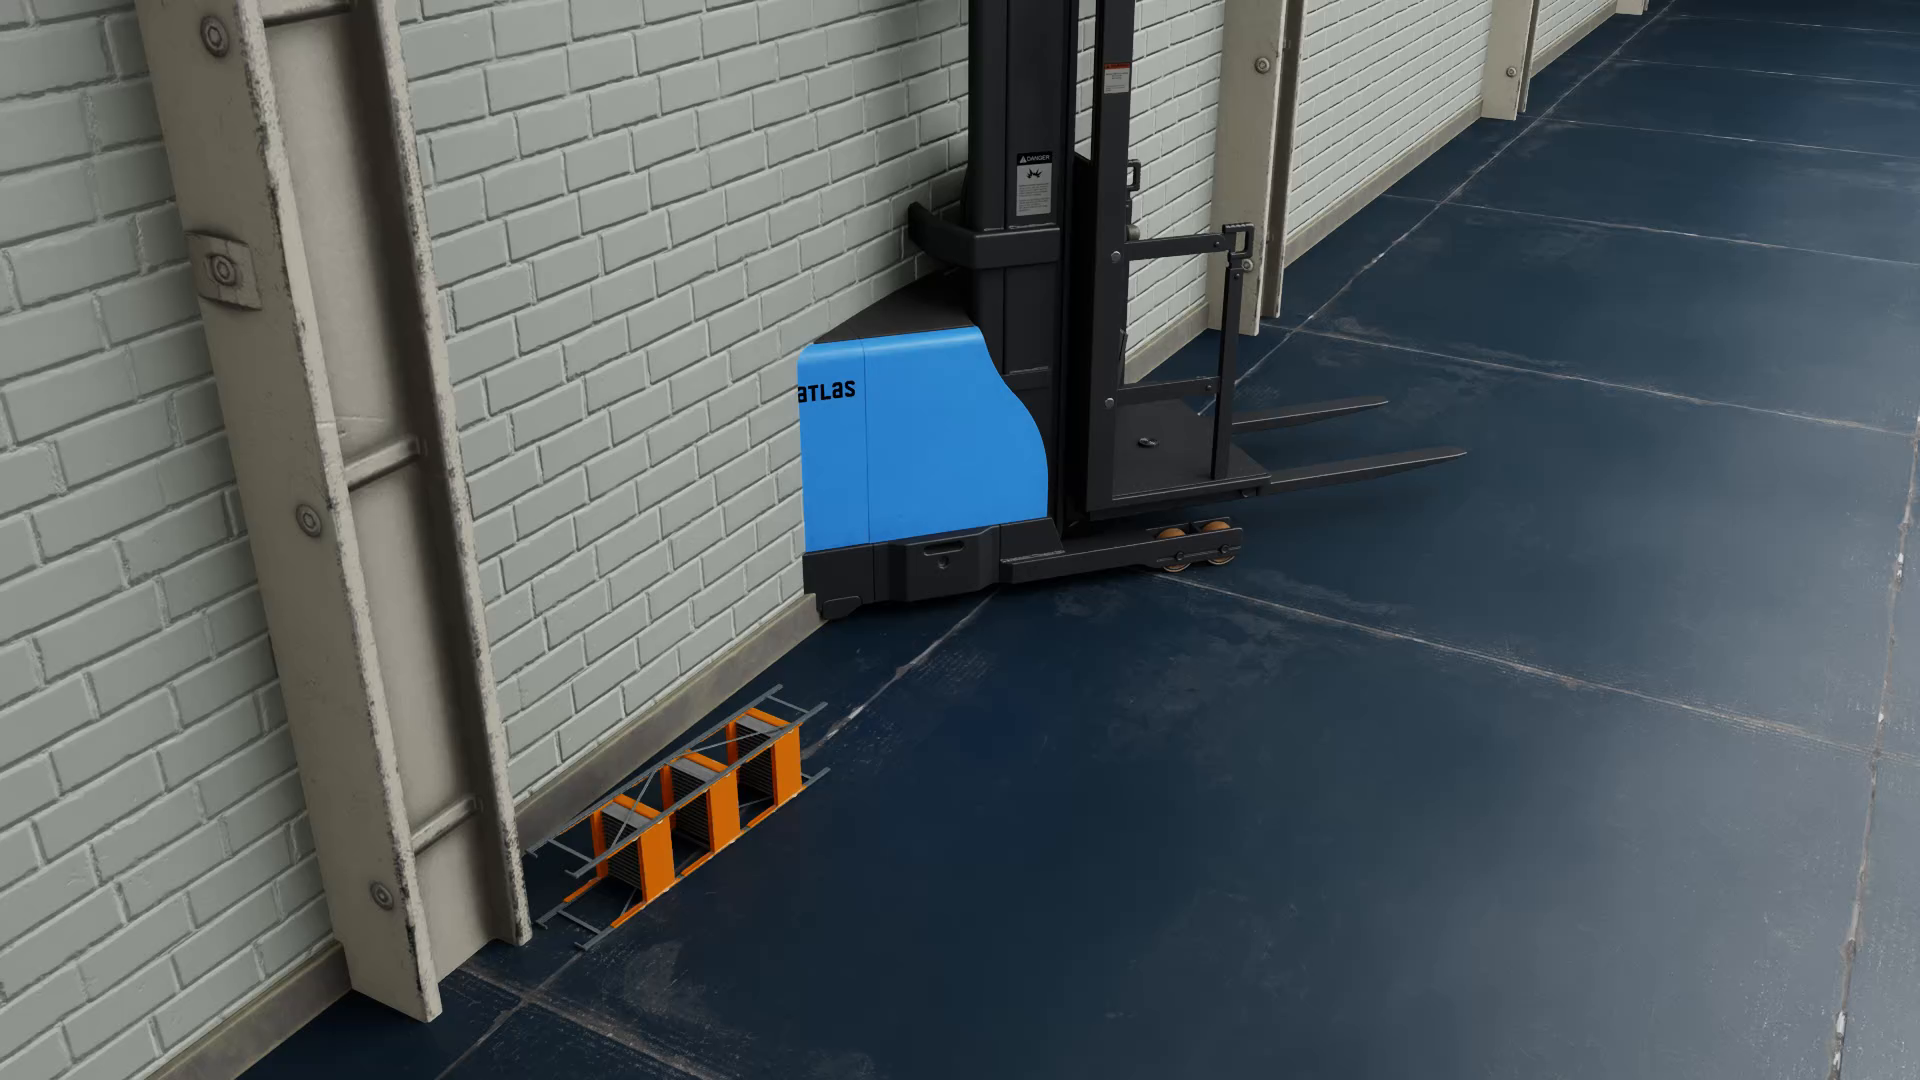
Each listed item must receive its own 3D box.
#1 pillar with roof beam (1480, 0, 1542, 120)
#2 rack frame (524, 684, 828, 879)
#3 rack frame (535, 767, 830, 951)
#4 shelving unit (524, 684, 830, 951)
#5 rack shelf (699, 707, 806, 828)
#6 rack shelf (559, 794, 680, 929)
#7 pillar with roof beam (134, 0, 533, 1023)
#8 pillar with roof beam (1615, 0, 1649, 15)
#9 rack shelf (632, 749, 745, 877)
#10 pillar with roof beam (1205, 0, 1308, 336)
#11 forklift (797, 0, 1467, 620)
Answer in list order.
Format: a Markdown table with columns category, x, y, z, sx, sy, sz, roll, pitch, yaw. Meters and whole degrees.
| category | x | y | z | sx | sy | sz | roll | pitch | yaw |
| --- | --- | --- | --- | --- | --- | --- | --- | --- | --- |
| pillar with roof beam | 8.248 | -6.622 | 9.925 | 9.100 | 9.000 | 0.400 | 14 | 30 | 26 |
| rack frame | -0.796 | 0.677 | 4.837 | 0.200 | 0.008 | 1.050 | 18 | 31 | 31 |
| rack frame | -0.796 | 0.895 | 4.946 | 0.200 | 0.008 | 1.050 | 18 | 31 | 31 |
| shelving unit | -0.796 | 0.786 | 4.892 | 0.215 | 0.252 | 1.050 | 18 | 31 | 31 |
| rack shelf | -0.638 | 0.686 | 5.091 | 0.215 | 0.240 | 0.259 | 18 | 31 | 31 |
| rack shelf | -0.962 | 0.891 | 4.681 | 0.215 | 0.240 | 0.259 | 18 | 31 | 31 |
| pillar with roof beam | 2.345 | -1.945 | 0.583 | 9.100 | 9.000 | 0.400 | 14 | 30 | 26 |
| pillar with roof beam | 11.200 | -8.960 | 14.596 | 9.100 | 9.000 | 0.400 | 14 | 30 | 26 |
| rack shelf | -0.802 | 0.790 | 4.884 | 0.215 | 0.240 | 0.259 | 18 | 31 | 31 |
| pillar with roof beam | 5.296 | -4.283 | 5.254 | 9.100 | 9.000 | 0.400 | 14 | 30 | 26 |
| forklift | 0.591 | -1.400 | 6.273 | 3.031 | 2.935 | 1.130 | -9 | 28 | -17 |
